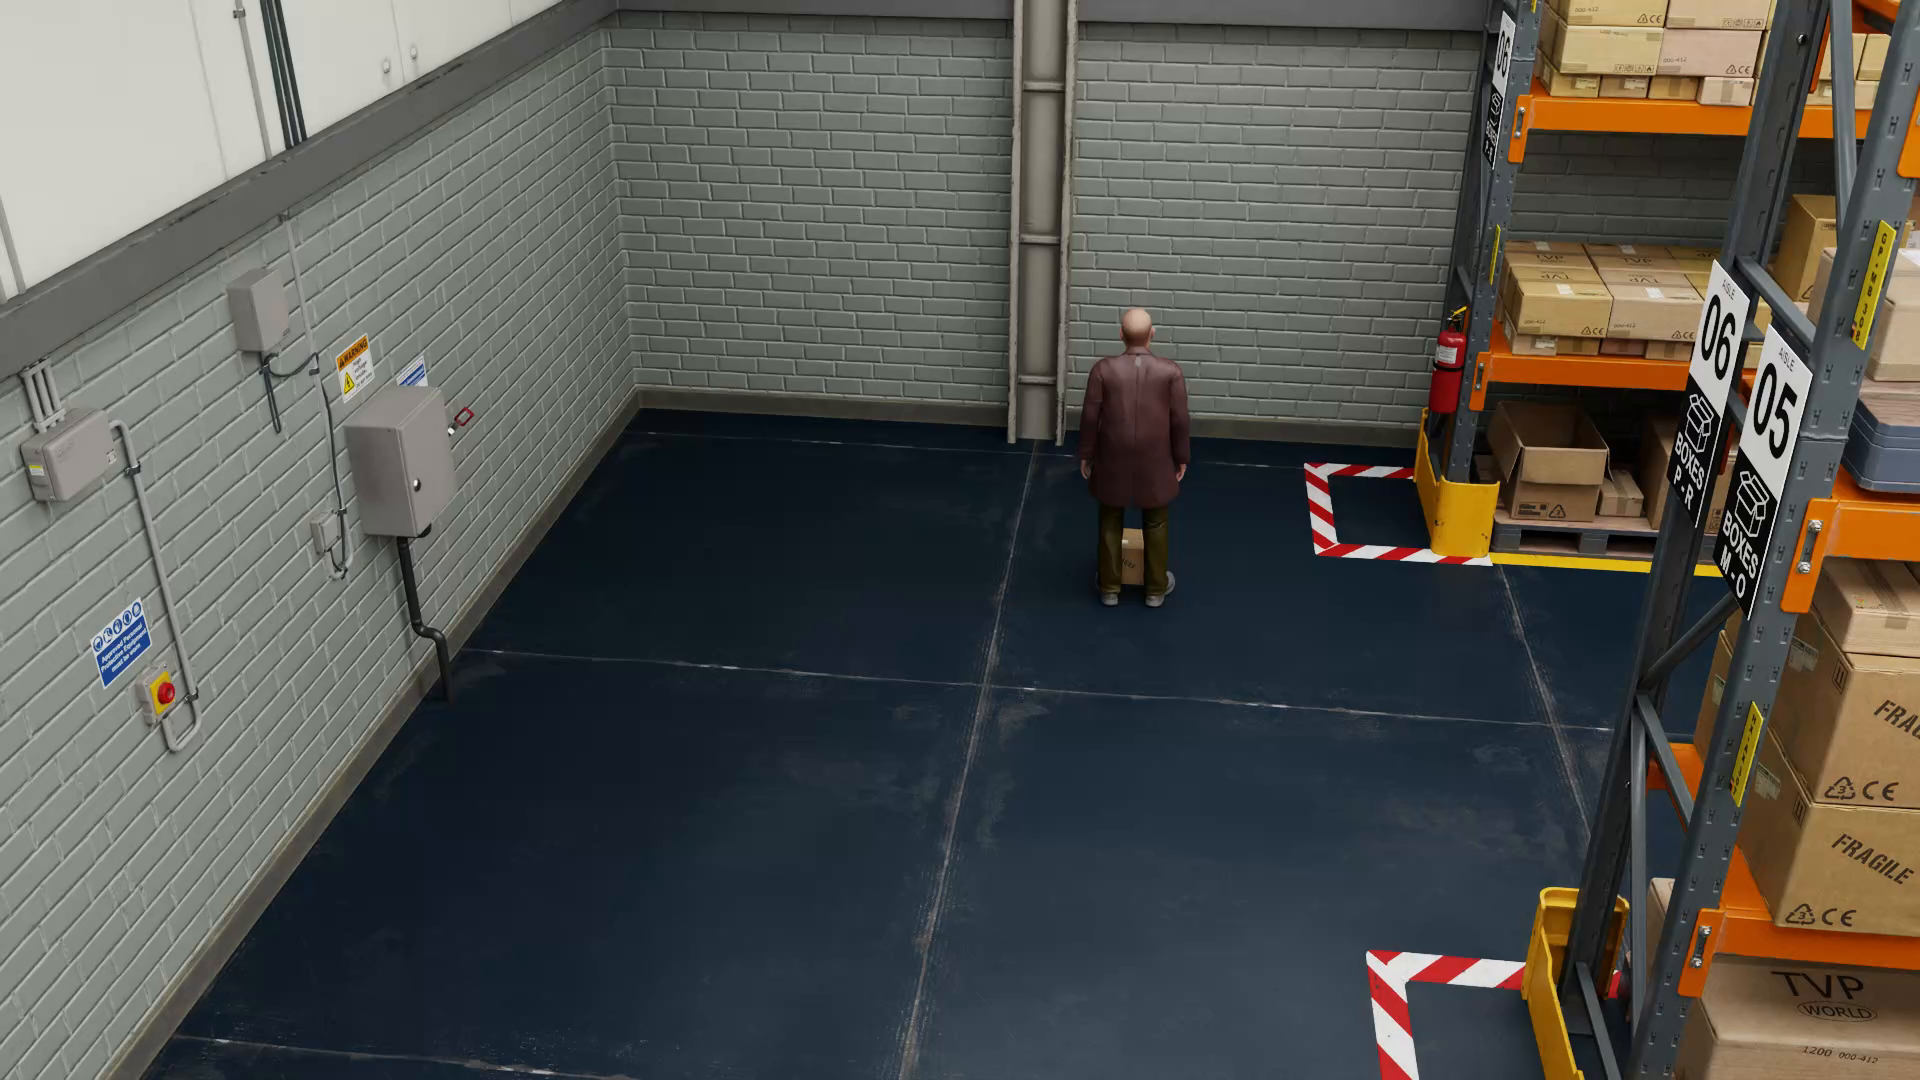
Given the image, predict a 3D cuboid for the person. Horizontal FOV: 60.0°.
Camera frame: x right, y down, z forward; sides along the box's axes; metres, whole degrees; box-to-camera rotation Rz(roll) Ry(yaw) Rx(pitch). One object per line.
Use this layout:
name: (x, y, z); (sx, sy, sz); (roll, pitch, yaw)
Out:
person: (0.990, -0.459, 9.501); (0.649, 1.774, 0.418); (3, 28, 6)
